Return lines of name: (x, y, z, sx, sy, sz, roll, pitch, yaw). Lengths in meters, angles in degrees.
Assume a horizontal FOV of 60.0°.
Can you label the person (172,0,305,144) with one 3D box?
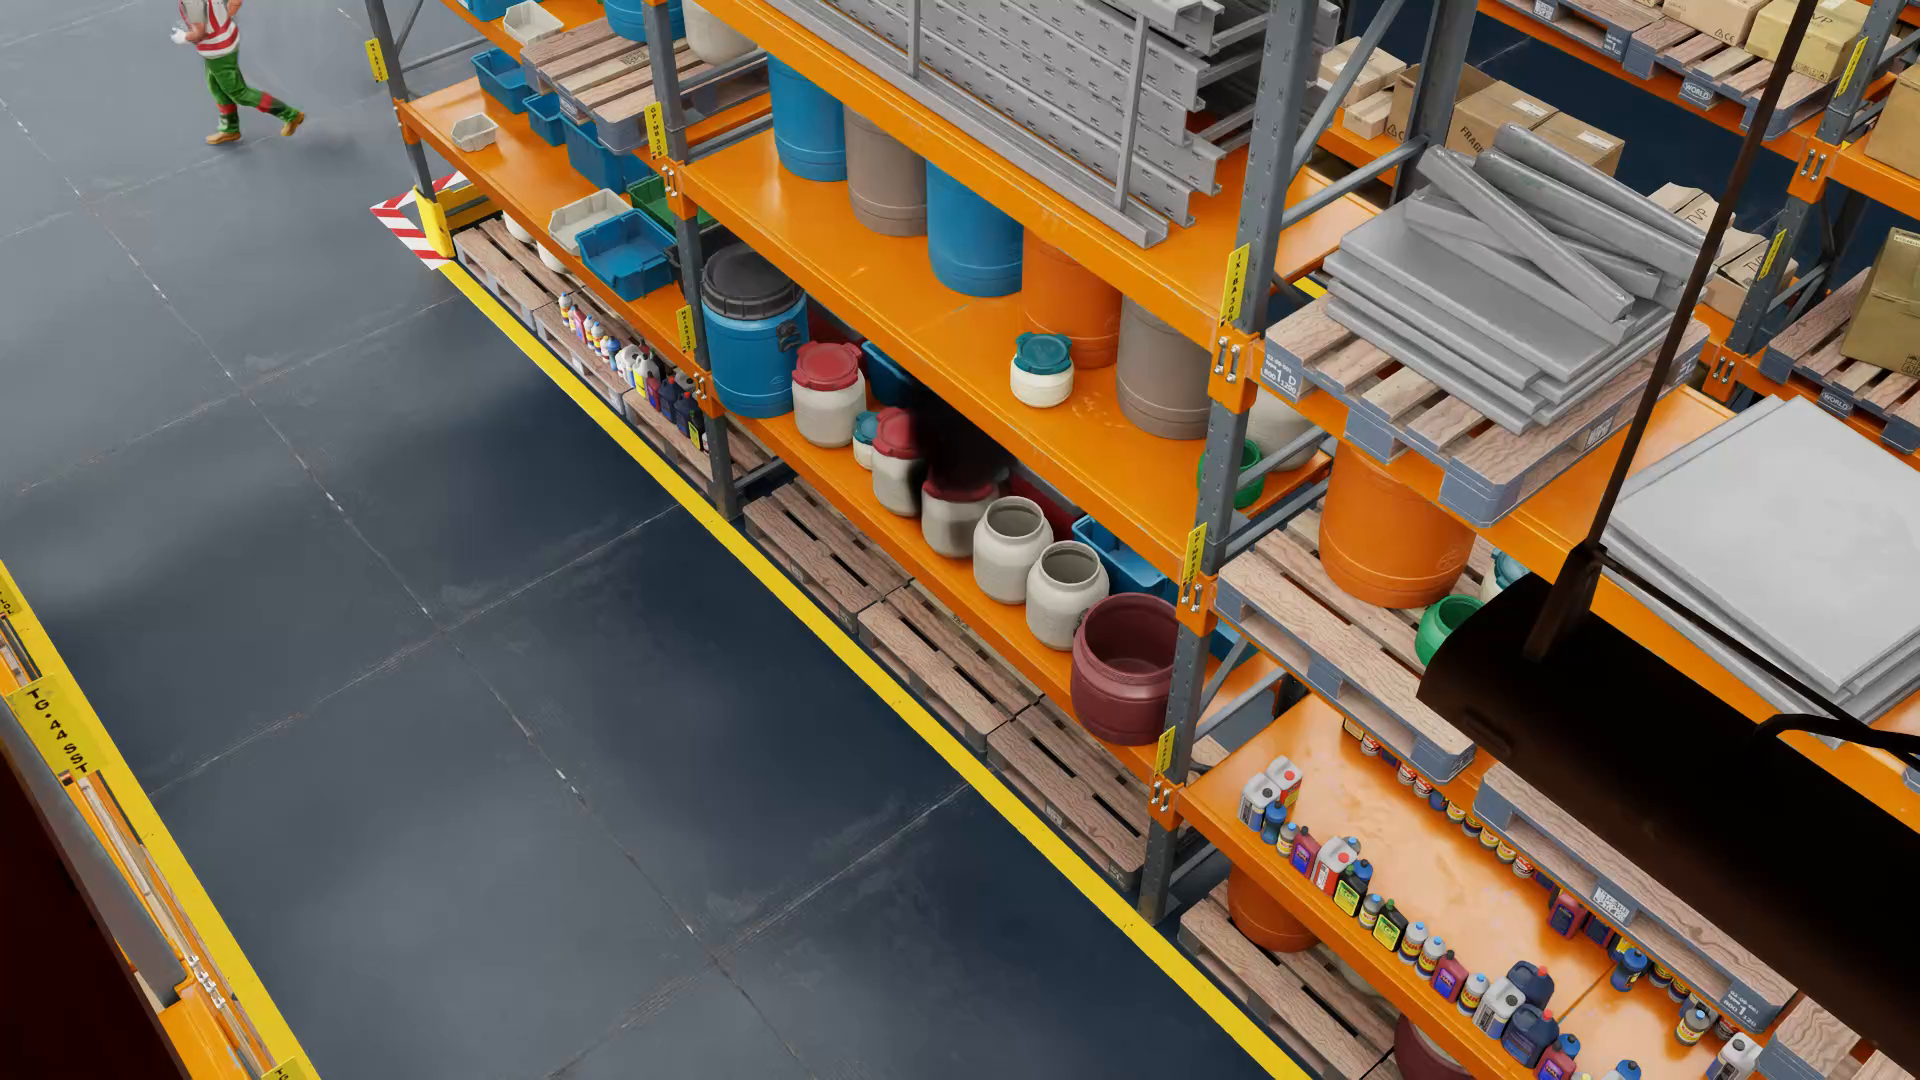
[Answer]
person: (-5.964, -3.988, 13.507, 0.914, 1.793, 0.659, -3, 47, -3)
